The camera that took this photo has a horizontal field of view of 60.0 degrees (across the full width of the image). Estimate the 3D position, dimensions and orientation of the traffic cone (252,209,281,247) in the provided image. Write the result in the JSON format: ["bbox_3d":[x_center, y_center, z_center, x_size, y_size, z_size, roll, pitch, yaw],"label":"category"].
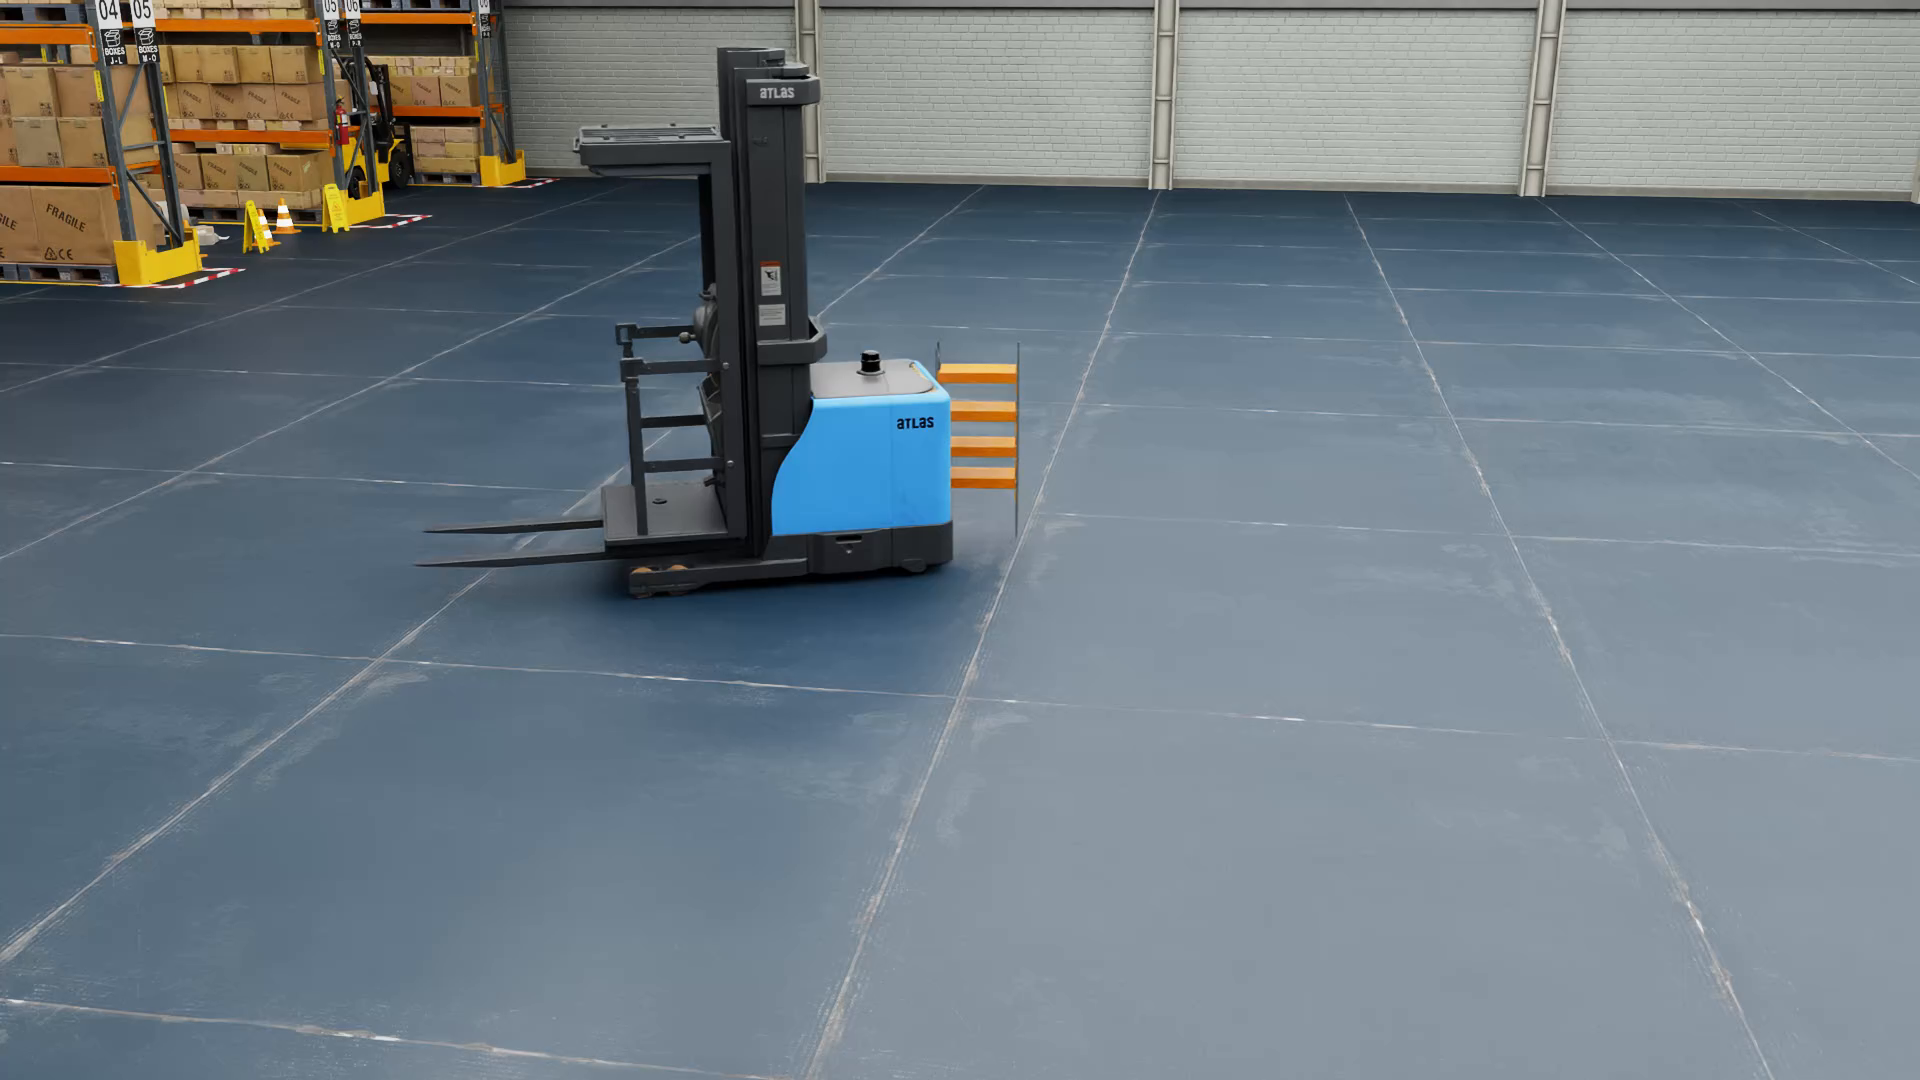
[{"bbox_3d":[-9.182,-4.120,21.887,0.334,0.463,0.336,3,19,9],"label":"traffic cone"}]

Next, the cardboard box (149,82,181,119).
[{"bbox_3d":[-11.279,-6.303,23.788,0.500,0.500,0.500,3,19,8],"label":"cardboard box"}]

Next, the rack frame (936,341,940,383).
[{"bbox_3d":[-0.134,-0.610,10.236,0.015,1.200,0.240,1,19,2],"label":"rack frame"}]

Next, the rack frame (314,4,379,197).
[{"bbox_3d":[-8.712,-6.070,23.718,0.127,3.000,1.000,3,19,9],"label":"rack frame"}]

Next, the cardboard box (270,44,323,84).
[{"bbox_3d":[-9.251,-6.690,23.369,0.500,0.500,0.700,2,19,7],"label":"cardboard box"}]

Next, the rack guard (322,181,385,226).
[{"bbox_3d":[-8.787,-4.889,24.126,0.348,0.500,1.175,3,19,9],"label":"rack guard"}]

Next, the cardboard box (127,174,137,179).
[{"bbox_3d":[-12.122,-5.408,24.229,0.500,0.500,0.500,4,19,11],"label":"cardboard box"}]

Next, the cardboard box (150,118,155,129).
[{"bbox_3d":[-11.638,-6.013,23.941,0.250,0.149,0.380,3,19,10],"label":"cardboard box"}]

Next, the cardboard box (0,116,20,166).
[{"bbox_3d":[-10.851,-4.678,19.322,0.550,0.550,0.875,3,19,9],"label":"cardboard box"}]

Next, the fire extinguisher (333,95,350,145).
[{"bbox_3d":[-8.673,-5.884,23.282,0.183,0.674,0.296,3,19,9],"label":"fire extinguisher"}]

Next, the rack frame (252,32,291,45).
[{"bbox_3d":[-11.878,-7.827,28.968,0.127,3.000,1.000,3,19,9],"label":"rack frame"}]

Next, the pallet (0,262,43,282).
[{"bbox_3d":[-11.401,-3.270,19.743,1.213,0.211,1.003,3,19,9],"label":"pallet"}]

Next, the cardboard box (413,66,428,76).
[{"bbox_3d":[-9.062,-7.962,28.192,0.250,0.149,0.380,3,19,8],"label":"cardboard box"}]

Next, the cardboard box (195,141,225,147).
[{"bbox_3d":[-13.160,-6.964,29.470,0.625,0.625,0.875,3,19,8],"label":"cardboard box"}]

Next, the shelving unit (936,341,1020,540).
[{"bbox_3d":[0.110,-0.608,10.229,0.503,1.200,0.258,1,19,2],"label":"shelving unit"}]

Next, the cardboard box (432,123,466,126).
[{"bbox_3d":[-8.867,-7.102,28.899,0.500,0.250,0.500,3,19,9],"label":"cardboard box"}]

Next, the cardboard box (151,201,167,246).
[{"bbox_3d":[-10.848,-4.182,22.008,0.637,0.503,0.797,-11,21,-29],"label":"cardboard box"}]

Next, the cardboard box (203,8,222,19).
[{"bbox_3d":[-10.369,-7.377,23.293,0.250,0.149,0.380,2,19,7],"label":"cardboard box"}]

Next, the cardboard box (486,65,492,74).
[{"bbox_3d":[-8.223,-8.079,28.542,0.250,0.149,0.380,2,19,7],"label":"cardboard box"}]

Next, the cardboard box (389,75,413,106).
[{"bbox_3d":[-9.473,-7.670,28.342,0.500,0.500,0.500,3,19,8],"label":"cardboard box"}]

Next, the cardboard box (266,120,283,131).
[{"bbox_3d":[-9.633,-5.901,23.607,0.250,0.149,0.380,3,19,8],"label":"cardboard box"}]

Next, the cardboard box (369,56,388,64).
[{"bbox_3d":[-9.831,-8.149,28.282,0.250,0.149,0.380,3,19,9],"label":"cardboard box"}]

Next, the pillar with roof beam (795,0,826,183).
[{"bbox_3d":[-3.232,-9.137,23.430,0.400,9.000,9.100,3,19,9],"label":"pillar with roof beam"}]

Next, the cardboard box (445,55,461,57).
[{"bbox_3d":[-8.742,-8.238,28.548,0.250,0.149,0.380,3,19,10],"label":"cardboard box"}]

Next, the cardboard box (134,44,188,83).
[{"bbox_3d":[-11.269,-6.778,23.631,0.500,0.500,0.700,3,19,7],"label":"cardboard box"}]

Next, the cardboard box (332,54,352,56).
[{"bbox_3d":[-10.753,-8.374,28.954,0.250,0.149,0.380,3,19,8],"label":"cardboard box"}]

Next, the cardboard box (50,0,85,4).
[{"bbox_3d":[-9.780,-5.975,18.282,0.250,0.149,0.380,3,19,9],"label":"cardboard box"}]

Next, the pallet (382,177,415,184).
[{"bbox_3d":[-9.892,-6.391,29.070,1.213,0.211,1.003,3,19,9],"label":"pallet"}]

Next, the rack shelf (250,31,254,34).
[{"bbox_3d":[-13.853,-9.009,28.907,4.000,0.370,1.077,3,19,9],"label":"rack shelf"}]

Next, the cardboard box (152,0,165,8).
[{"bbox_3d":[-11.268,-7.604,23.342,0.500,0.250,0.500,3,19,9],"label":"cardboard box"}]

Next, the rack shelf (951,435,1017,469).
[{"bbox_3d":[0.110,-0.544,10.250,0.480,0.148,0.258,1,19,2],"label":"rack shelf"}]

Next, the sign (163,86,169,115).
[{"bbox_3d":[-9.304,-5.136,19.437,0.005,0.325,0.100,3,19,9],"label":"sign"}]

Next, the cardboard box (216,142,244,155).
[{"bbox_3d":[-10.426,-5.612,23.817,0.250,0.149,0.380,4,19,11],"label":"cardboard box"}]

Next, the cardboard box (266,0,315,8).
[{"bbox_3d":[-9.260,-7.504,23.044,0.500,0.250,0.500,3,19,8],"label":"cardboard box"}]

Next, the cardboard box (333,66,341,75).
[{"bbox_3d":[-10.597,-8.017,28.357,0.250,0.149,0.380,3,19,8],"label":"cardboard box"}]

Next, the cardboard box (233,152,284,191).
[{"bbox_3d":[-10.061,-5.305,23.921,0.500,0.500,0.500,4,19,11],"label":"cardboard box"}]

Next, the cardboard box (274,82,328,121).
[{"bbox_3d":[-9.292,-6.200,23.479,0.500,0.500,0.500,3,19,8],"label":"cardboard box"}]

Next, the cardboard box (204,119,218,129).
[{"bbox_3d":[-10.622,-5.986,23.862,0.250,0.149,0.380,3,19,9],"label":"cardboard box"}]

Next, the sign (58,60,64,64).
[{"bbox_3d":[-12.746,-6.647,23.616,0.005,0.325,0.100,3,19,9],"label":"sign"}]

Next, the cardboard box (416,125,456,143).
[{"bbox_3d":[-8.938,-6.944,28.426,0.500,0.250,0.500,3,19,10],"label":"cardboard box"}]

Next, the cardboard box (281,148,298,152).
[{"bbox_3d":[-10.005,-5.474,24.427,0.500,0.500,0.500,2,19,7],"label":"cardboard box"}]

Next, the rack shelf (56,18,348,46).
[{"bbox_3d":[-10.687,-7.252,23.657,4.000,0.370,1.077,3,19,9],"label":"rack shelf"}]

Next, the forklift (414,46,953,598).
[{"bbox_3d":[-1.613,-1.249,9.417,3.031,2.935,1.130,-4,19,-12],"label":"forklift"}]

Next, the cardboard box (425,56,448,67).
[{"bbox_3d":[-8.827,-8.081,28.079,0.250,0.149,0.380,3,19,10],"label":"cardboard box"}]

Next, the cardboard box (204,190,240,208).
[{"bbox_3d":[-10.581,-4.975,24.116,0.500,0.250,0.500,2,19,7],"label":"cardboard box"}]

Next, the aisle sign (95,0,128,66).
[{"bbox_3d":[-9.375,-5.650,18.364,0.004,0.787,0.394,3,19,9],"label":"aisle sign"}]

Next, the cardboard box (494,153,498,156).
[{"bbox_3d":[-8.383,-6.607,28.993,0.500,0.250,0.500,3,19,9],"label":"cardboard box"}]

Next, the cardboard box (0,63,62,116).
[{"bbox_3d":[-10.847,-5.198,19.173,0.550,0.550,0.875,3,19,9],"label":"cardboard box"}]

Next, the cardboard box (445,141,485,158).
[{"bbox_3d":[-8.459,-6.684,28.437,0.500,0.250,0.500,3,19,8],"label":"cardboard box"}]

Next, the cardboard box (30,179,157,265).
[{"bbox_3d":[-10.078,-3.719,19.379,0.875,0.875,0.875,3,19,9],"label":"cardboard box"}]

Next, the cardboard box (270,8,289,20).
[{"bbox_3d":[-9.360,-7.306,23.081,0.250,0.149,0.380,3,19,9],"label":"cardboard box"}]

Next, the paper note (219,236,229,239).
[{"bbox_3d":[-9.961,-4.086,22.468,0.142,0.019,0.148,-3,19,-10],"label":"paper note"}]
